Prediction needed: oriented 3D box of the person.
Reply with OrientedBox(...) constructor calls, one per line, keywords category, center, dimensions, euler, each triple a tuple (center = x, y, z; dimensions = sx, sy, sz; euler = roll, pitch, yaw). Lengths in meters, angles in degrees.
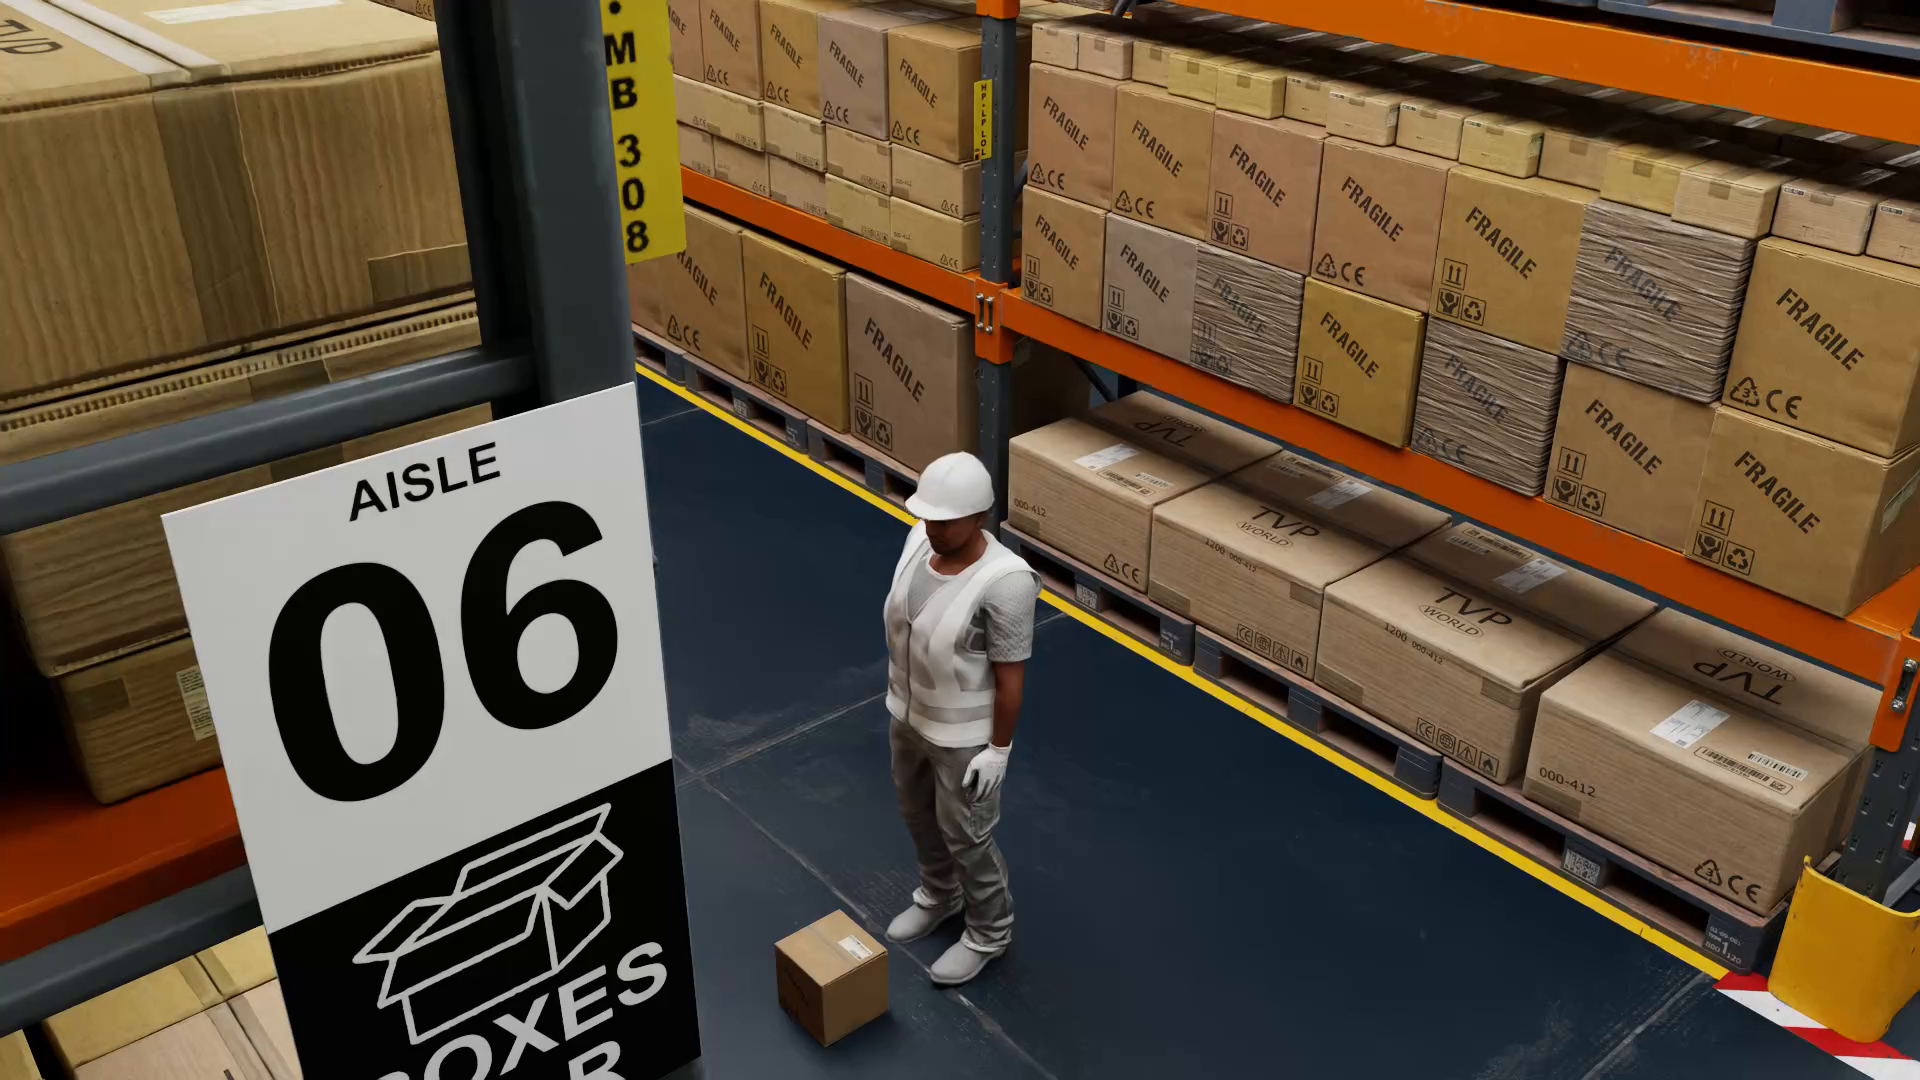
OrientedBox(category="person", center=(-0.019, 0.554, 5.072), dimensions=(0.360, 1.790, 0.547), euler=(-21, 34, -34))
